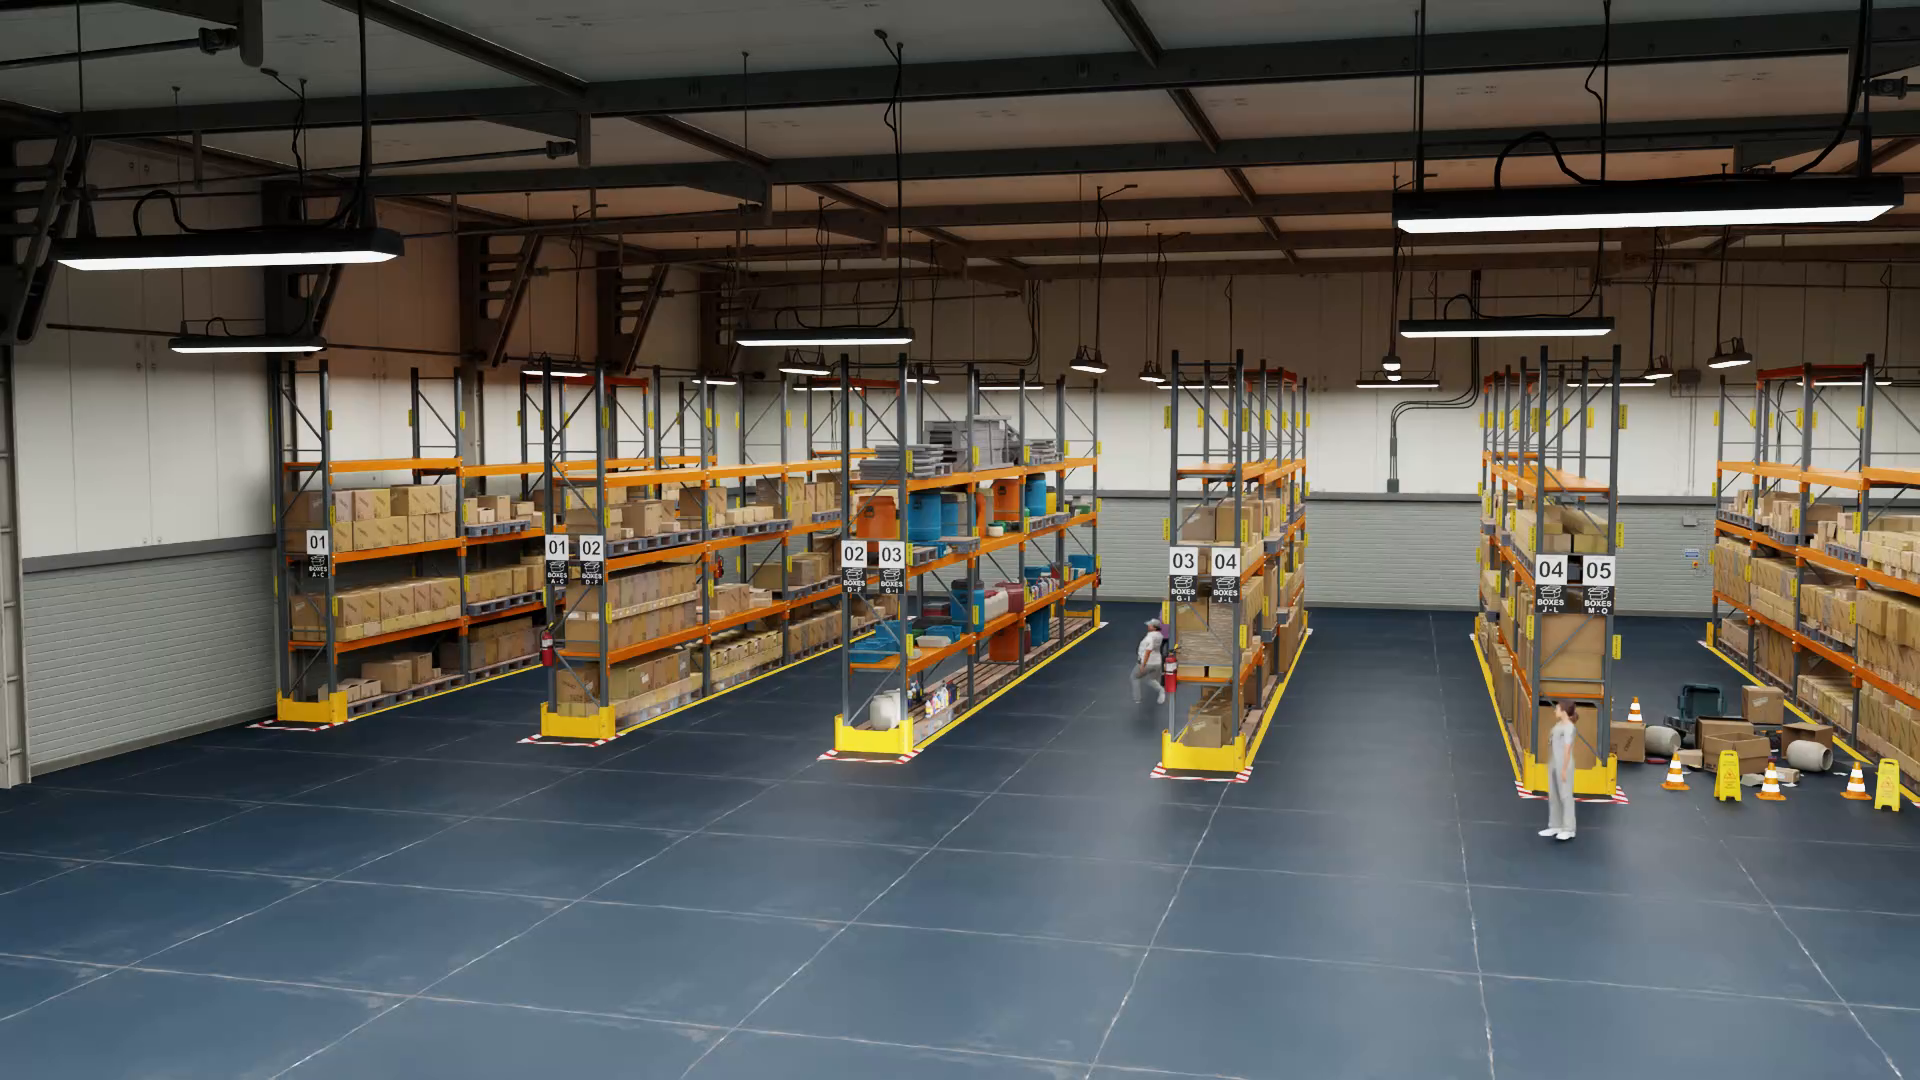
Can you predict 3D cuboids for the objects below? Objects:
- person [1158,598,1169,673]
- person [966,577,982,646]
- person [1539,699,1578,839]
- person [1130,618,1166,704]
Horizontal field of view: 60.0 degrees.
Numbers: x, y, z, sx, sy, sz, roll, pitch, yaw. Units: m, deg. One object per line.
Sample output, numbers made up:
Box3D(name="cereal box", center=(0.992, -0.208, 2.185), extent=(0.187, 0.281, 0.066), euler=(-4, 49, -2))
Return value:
Box3D(name="person", center=(4.024, 1.898, 32.163), extent=(0.432, 1.574, 0.569), euler=(1, 4, 18))
Box3D(name="person", center=(0.311, 1.470, 37.184), extent=(0.532, 1.749, 0.559), euler=(2, 5, 29))
Box3D(name="person", center=(7.199, 2.742, 19.946), extent=(0.379, 1.700, 0.528), euler=(-1, 4, -12))
Box3D(name="person", center=(3.261, 2.137, 29.205), extent=(0.517, 1.547, 0.811), euler=(-3, 5, -39))
